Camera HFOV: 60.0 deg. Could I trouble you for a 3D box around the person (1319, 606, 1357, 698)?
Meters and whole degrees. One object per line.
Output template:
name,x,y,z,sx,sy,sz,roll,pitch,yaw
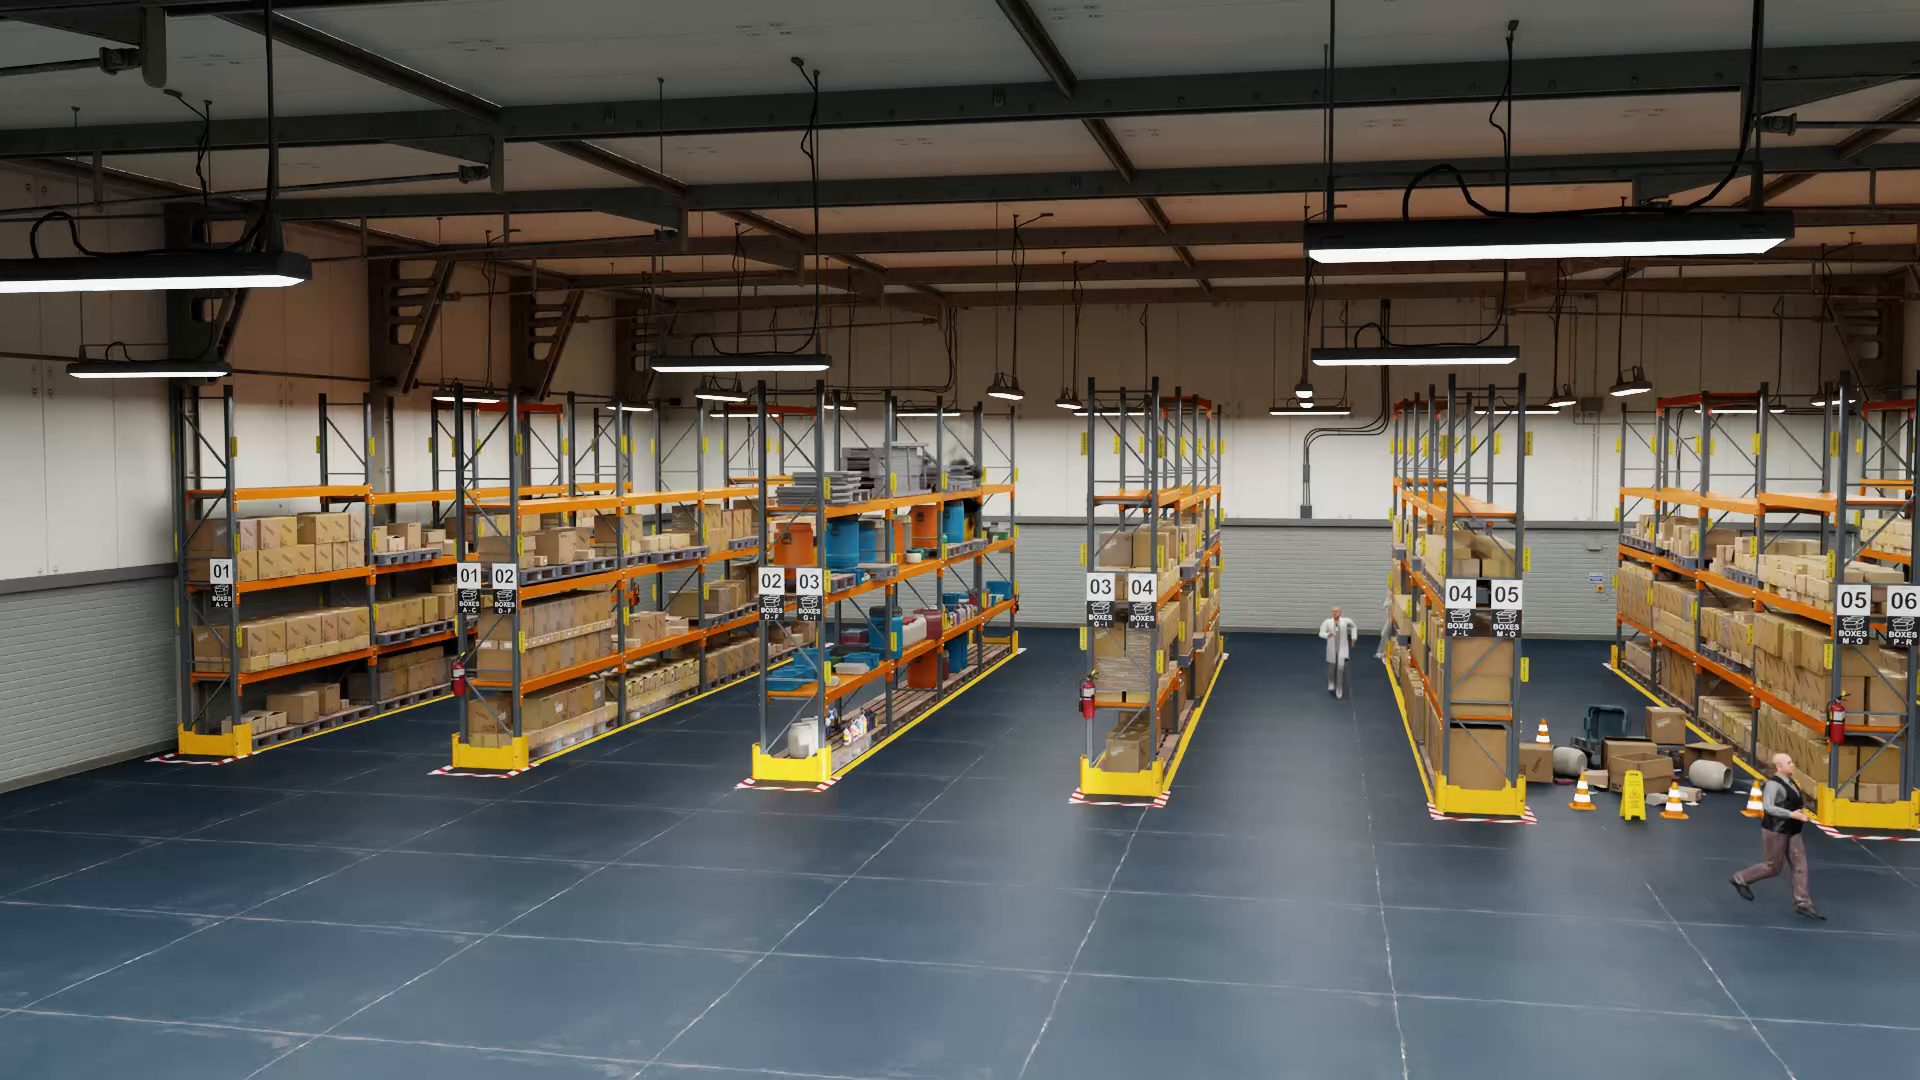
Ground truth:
person,7.600,2.245,33.494,0.705,1.837,0.946,1,3,18

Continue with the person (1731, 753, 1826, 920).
person,8.765,3.137,17.784,0.666,1.719,0.962,-3,4,-38

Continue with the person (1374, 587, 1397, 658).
person,10.273,1.953,39.561,0.822,1.697,0.576,-1,3,-10
